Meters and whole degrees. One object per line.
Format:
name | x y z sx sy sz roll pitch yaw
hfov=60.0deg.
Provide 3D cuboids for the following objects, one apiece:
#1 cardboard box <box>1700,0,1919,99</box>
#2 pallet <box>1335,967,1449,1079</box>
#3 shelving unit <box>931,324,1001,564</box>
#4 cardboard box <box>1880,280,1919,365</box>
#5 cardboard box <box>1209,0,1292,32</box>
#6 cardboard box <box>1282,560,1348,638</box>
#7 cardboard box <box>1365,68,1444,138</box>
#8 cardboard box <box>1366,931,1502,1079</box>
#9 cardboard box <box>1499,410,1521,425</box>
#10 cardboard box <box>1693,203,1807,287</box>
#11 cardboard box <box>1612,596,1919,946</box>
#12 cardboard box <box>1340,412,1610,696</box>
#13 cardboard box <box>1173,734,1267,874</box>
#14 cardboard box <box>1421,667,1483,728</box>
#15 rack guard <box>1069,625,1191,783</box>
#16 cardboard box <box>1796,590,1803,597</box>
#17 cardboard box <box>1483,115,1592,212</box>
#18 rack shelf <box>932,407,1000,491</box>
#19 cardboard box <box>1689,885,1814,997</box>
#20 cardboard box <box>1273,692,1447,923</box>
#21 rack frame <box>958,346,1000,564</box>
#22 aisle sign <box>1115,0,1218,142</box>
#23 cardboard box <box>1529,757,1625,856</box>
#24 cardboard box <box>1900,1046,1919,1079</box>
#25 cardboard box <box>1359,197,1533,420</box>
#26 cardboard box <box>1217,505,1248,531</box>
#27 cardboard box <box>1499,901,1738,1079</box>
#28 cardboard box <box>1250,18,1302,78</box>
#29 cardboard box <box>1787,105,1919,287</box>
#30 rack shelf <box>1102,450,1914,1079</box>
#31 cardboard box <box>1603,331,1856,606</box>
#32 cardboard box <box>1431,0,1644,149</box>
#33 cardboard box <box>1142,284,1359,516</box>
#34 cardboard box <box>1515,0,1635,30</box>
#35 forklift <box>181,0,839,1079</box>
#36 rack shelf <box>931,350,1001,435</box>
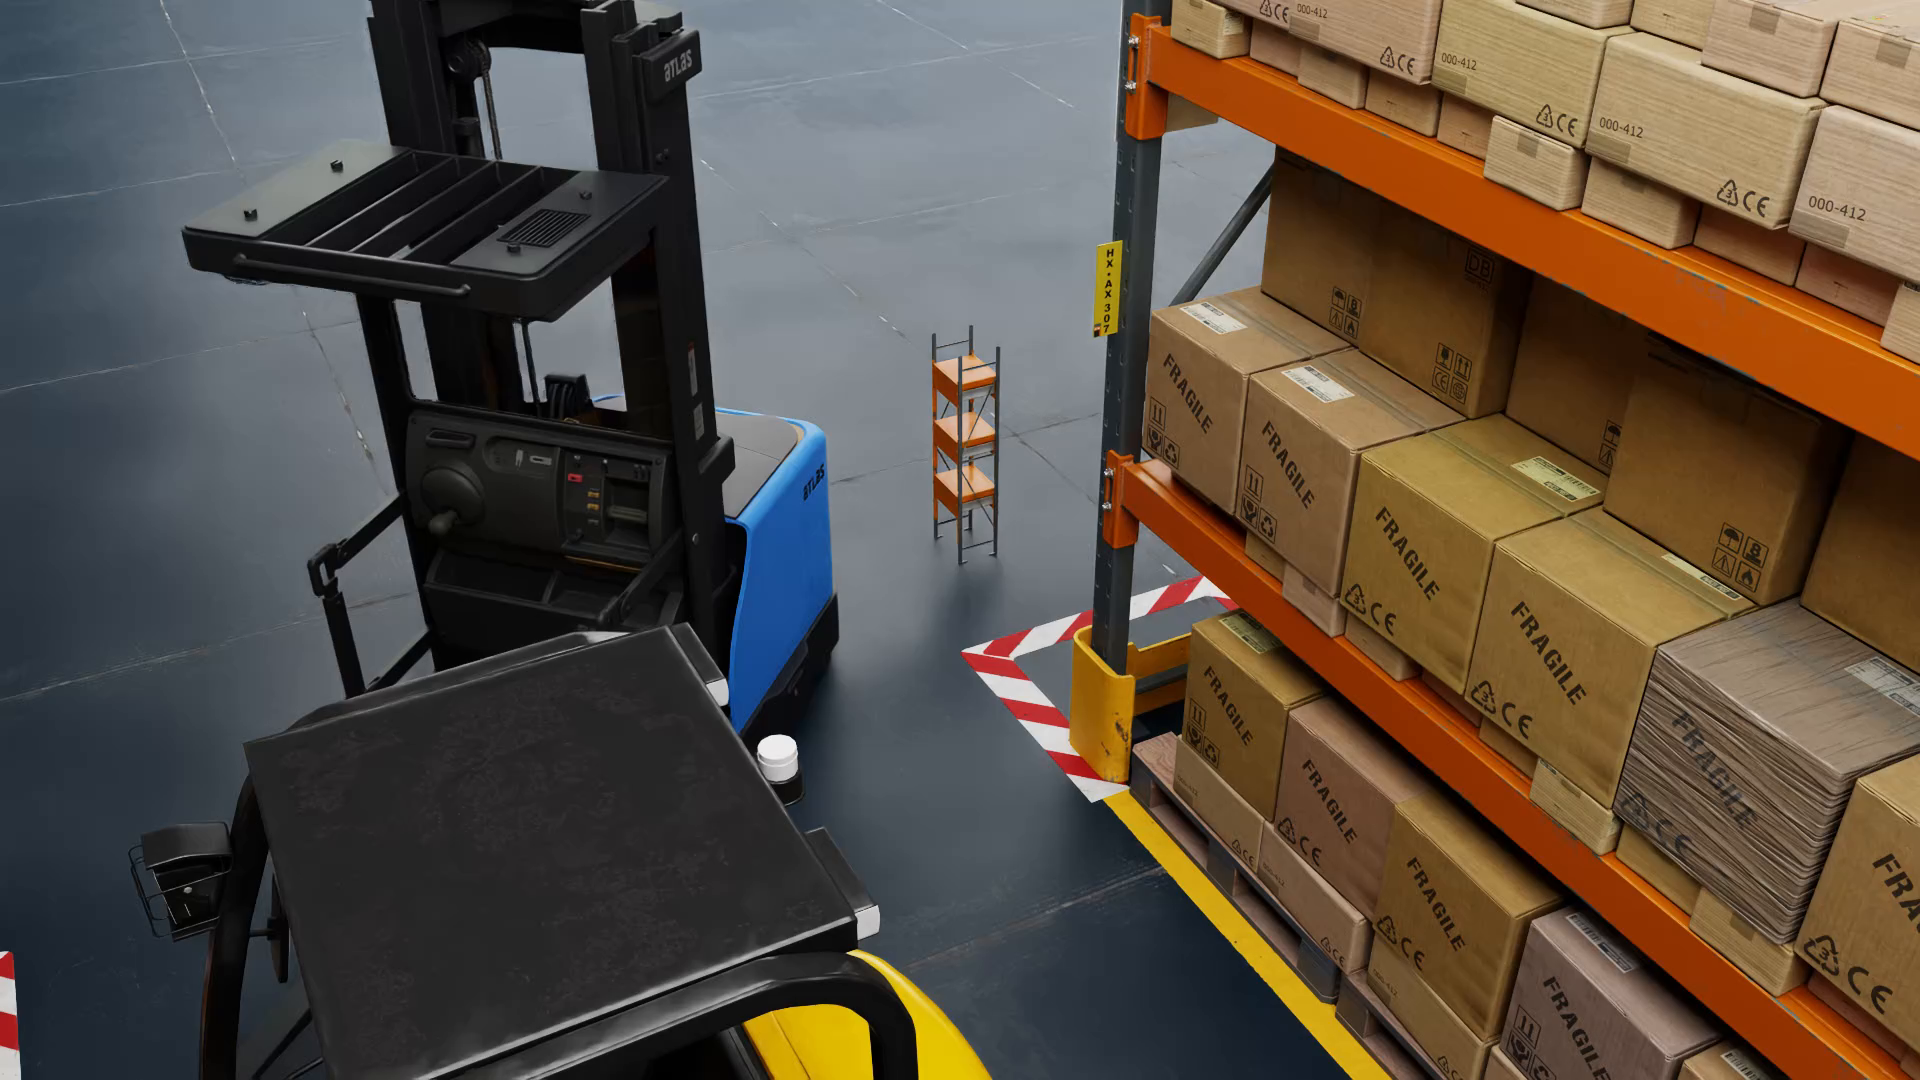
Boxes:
cardboard box | 1.683 -0.989 3.227 0.380 0.149 0.250 -15 36 -22
pallet | 1.914 1.596 5.064 1.003 0.211 1.213 -16 36 -23
shelving unit | 0.025 -0.417 7.427 0.215 1.050 0.252 -16 36 -23
cardboard box | 1.947 -0.410 3.061 0.380 0.149 0.250 -15 36 -22
cardboard box | 0.965 -1.611 4.567 0.500 0.250 0.500 -17 36 -24
cardboard box | 1.202 0.124 5.009 0.380 0.149 0.250 -15 36 -22
cardboard box | 1.266 -1.160 4.233 0.380 0.149 0.250 -16 36 -23
cardboard box | 1.595 1.345 5.029 0.500 0.250 0.500 -13 35 -20
cardboard box | 1.693 -0.330 5.117 0.500 0.500 0.500 -16 36 -23
cardboard box | 1.778 -0.677 3.478 0.380 0.149 0.250 -16 36 -24
cardboard box | 1.912 0.509 3.807 0.500 0.500 0.500 -15 36 -22
cardboard box | 1.425 0.025 4.562 0.500 0.500 0.500 -17 36 -24
cardboard box | 1.098 0.843 5.814 0.500 0.250 0.500 -16 36 -23
cardboard box | 1.528 0.350 4.656 0.380 0.149 0.250 -15 35 -22
rack guard | 1.002 0.496 6.512 1.175 0.500 0.348 -16 36 -23
cardboard box | 2.143 0.156 4.358 0.500 0.500 0.500 -15 36 -23
cardboard box | 1.440 -0.894 3.818 0.380 0.149 0.250 -15 36 -23
rack shelf | 0.025 -0.408 7.433 0.215 0.259 0.240 -16 36 -23
cardboard box | 1.935 0.861 3.858 0.380 0.149 0.250 -16 36 -24
cardboard box | 1.357 0.786 5.206 0.500 0.500 0.500 -17 36 -25
rack frame | 0.082 -0.358 7.336 0.200 1.050 0.008 -16 36 -23
aisle sign | 0.663 -1.639 5.118 0.394 0.787 0.004 -16 36 -23
cardboard box | 1.691 0.618 4.238 0.380 0.149 0.250 -16 36 -23
cardboard box | 2.237 1.084 3.511 0.380 0.149 0.250 -16 36 -23
cardboard box | 1.627 -0.749 4.843 0.700 0.500 0.500 -16 36 -23
cardboard box | 1.072 -0.156 5.446 0.380 0.149 0.250 -15 36 -22
cardboard box | 1.841 1.281 4.435 0.500 0.500 0.500 -14 35 -21
cardboard box | 1.036 -1.407 4.618 0.380 0.149 0.250 -17 36 -25
cardboard box | 1.926 -0.640 3.051 0.500 0.250 0.500 -16 36 -24
rack shelf | 1.899 0.665 4.599 1.077 0.370 4.000 -16 36 -23
cardboard box | 2.066 -0.258 4.077 0.700 0.500 0.500 -16 36 -23
cardboard box | 1.454 -1.128 3.812 0.500 0.250 0.500 -15 35 -22
cardboard box | 0.942 -0.464 5.326 0.500 0.500 0.500 -16 36 -24
cardboard box | 1.446 -1.236 3.612 0.380 0.149 0.250 -15 36 -22
forklift | -1.436 -0.107 5.200 1.130 2.935 3.031 10 34 15
rack shelf | 0.025 -0.647 7.280 0.215 0.259 0.240 -16 36 -23
